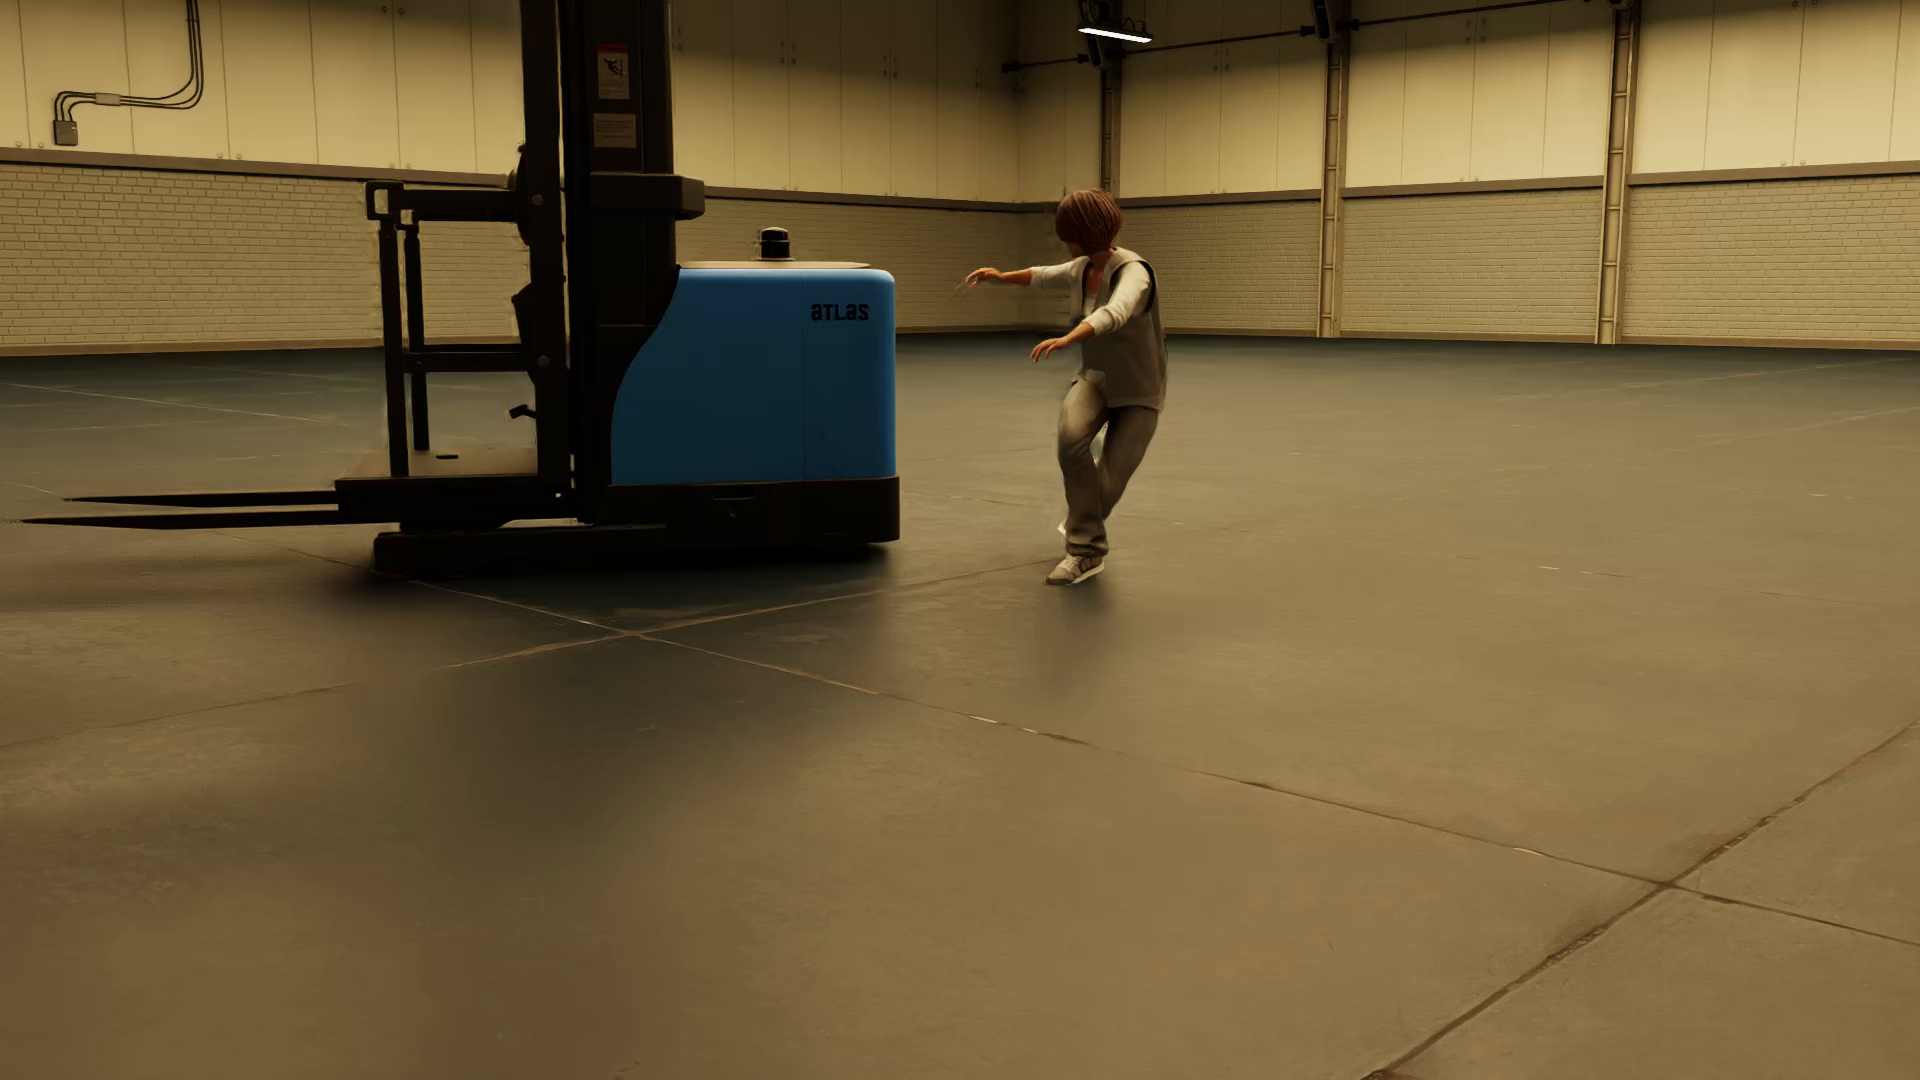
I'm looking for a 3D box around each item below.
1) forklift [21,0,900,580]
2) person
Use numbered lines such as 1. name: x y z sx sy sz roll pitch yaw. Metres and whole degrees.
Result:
1. forklift: -1.801 -1.395 6.141 3.031 2.935 1.130 -2 9 -13
2. person: 0.325 -0.523 5.758 0.701 1.357 1.021 5 10 29
